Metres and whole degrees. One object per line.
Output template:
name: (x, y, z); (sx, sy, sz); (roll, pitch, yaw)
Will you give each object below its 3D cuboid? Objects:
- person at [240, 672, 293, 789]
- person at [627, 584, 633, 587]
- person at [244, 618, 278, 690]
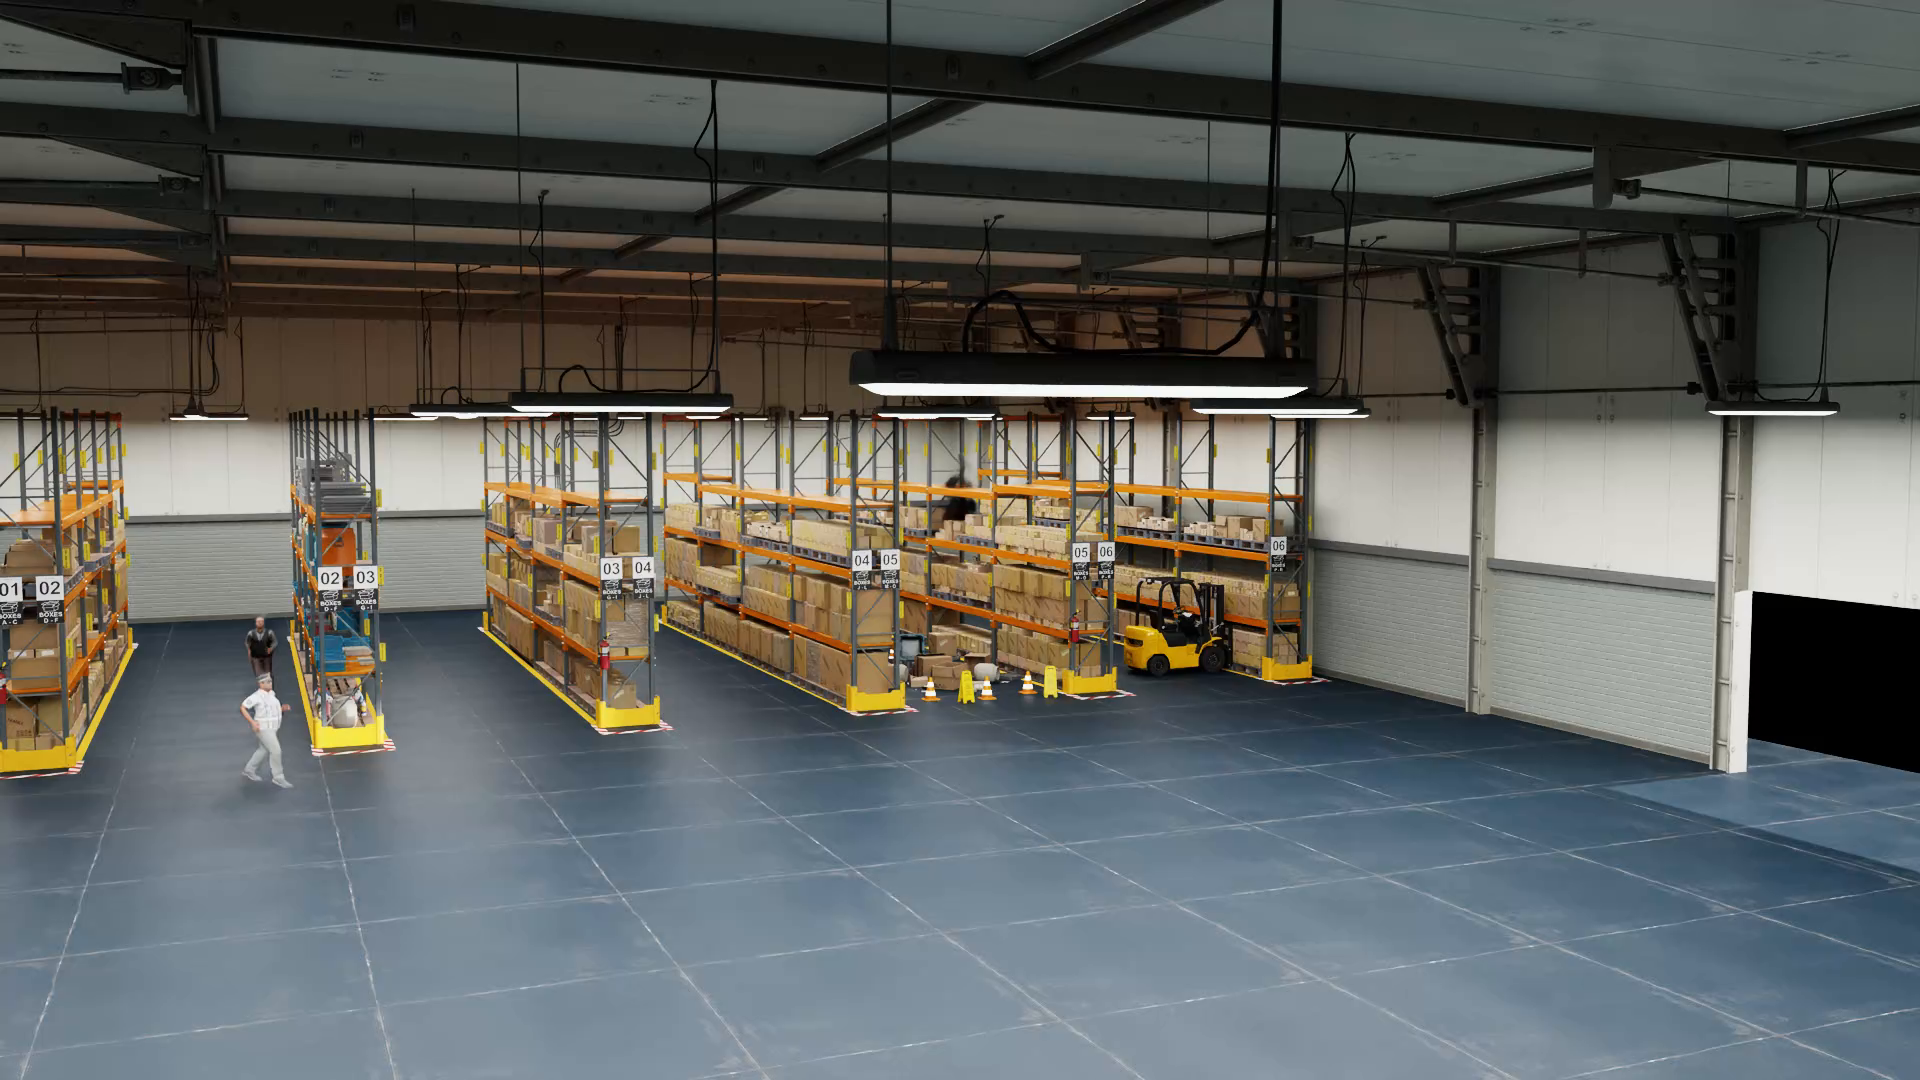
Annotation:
person: (-10.923, 2.993, 26.198); (0.864, 1.826, 0.648); (0, 4, 1)
person: (-9.564, 1.560, 47.896); (0.618, 1.601, 0.597); (2, 4, 25)
person: (-14.591, 2.452, 34.719); (0.652, 1.678, 0.640); (-1, 4, -20)
